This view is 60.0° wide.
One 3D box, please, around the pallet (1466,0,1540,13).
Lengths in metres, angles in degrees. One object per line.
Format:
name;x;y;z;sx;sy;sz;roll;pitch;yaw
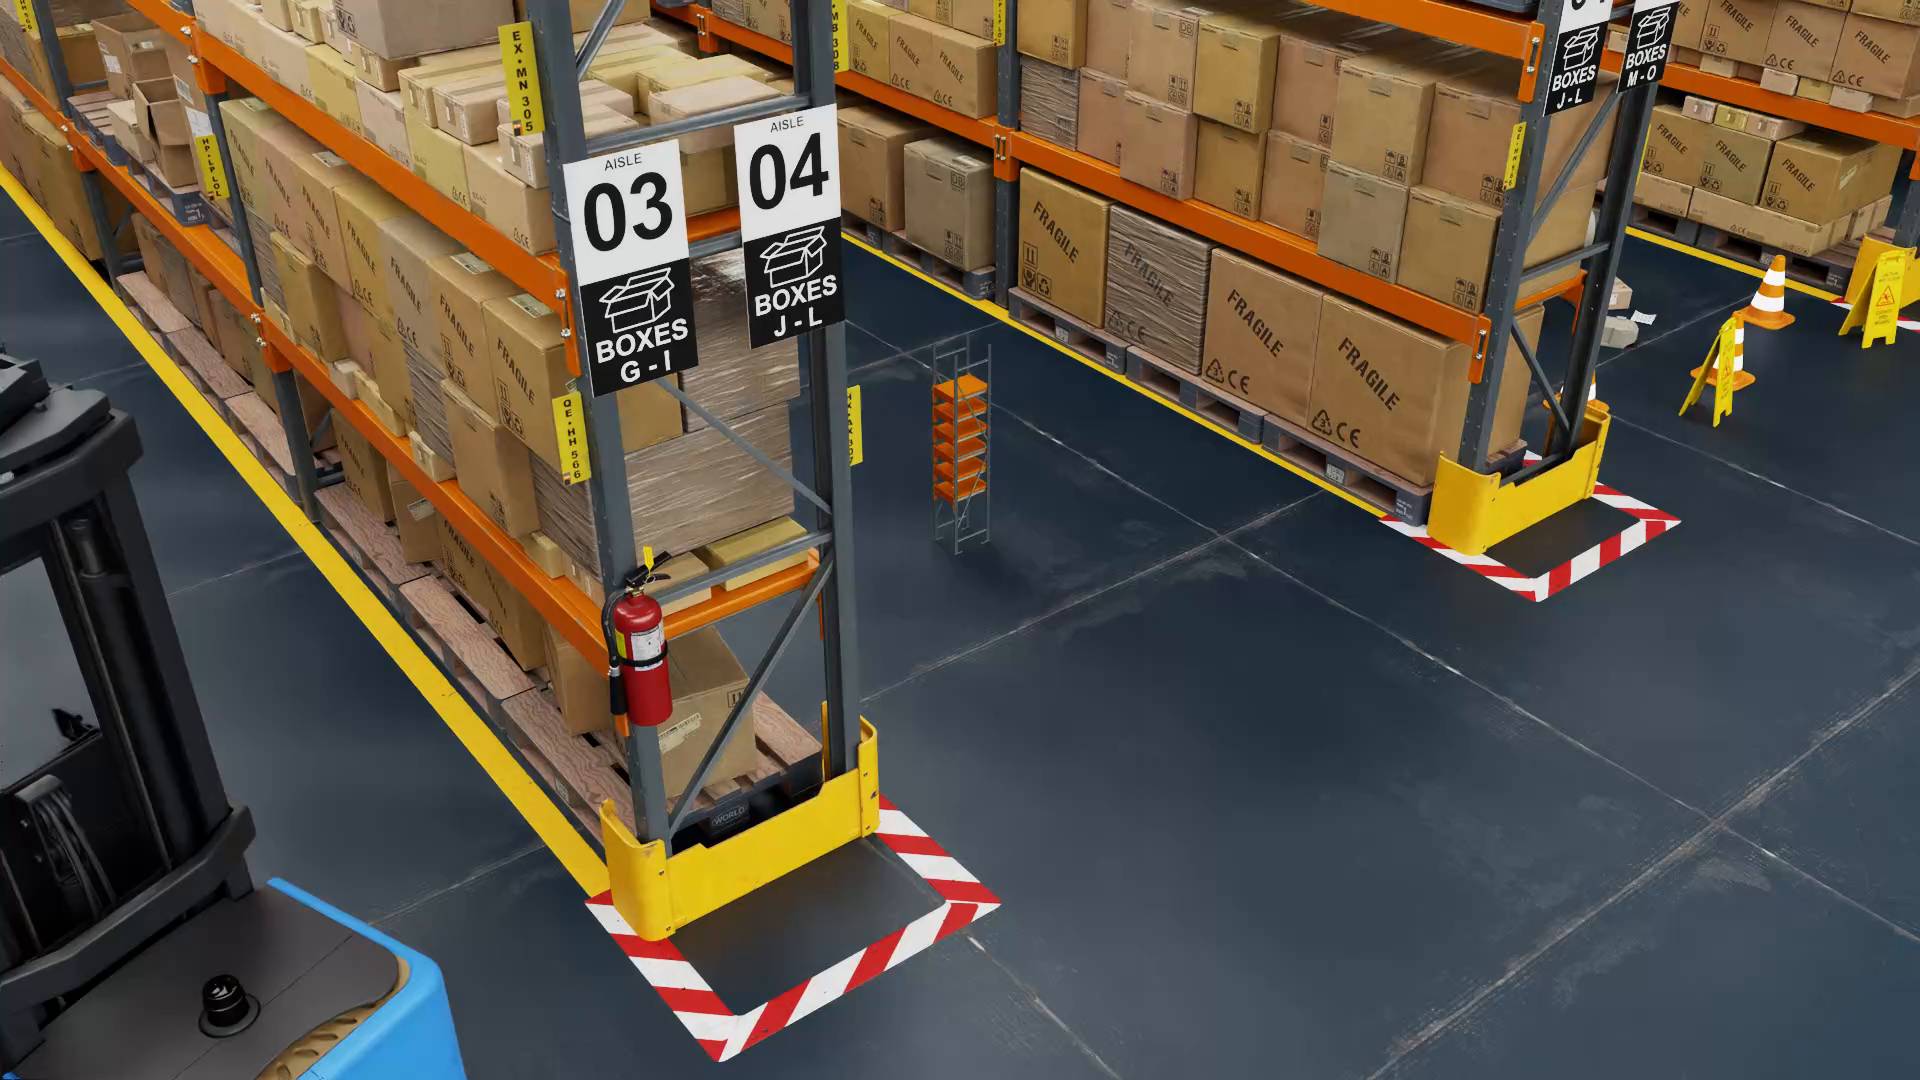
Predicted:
pallet;2.673;-2.986;8.455;1.003;0.211;1.213;-22;38;-31

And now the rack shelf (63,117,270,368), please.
rack shelf;-4.523;-2.076;10.431;1.077;0.370;4.000;-22;38;-31

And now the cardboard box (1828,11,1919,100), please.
cardboard box;6.434;-3.393;11.493;0.500;0.500;0.500;-23;39;-32

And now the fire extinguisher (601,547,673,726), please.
fire extinguisher;-1.138;0.349;5.919;0.296;0.674;0.183;-22;38;-31

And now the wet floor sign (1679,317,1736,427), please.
wet floor sign;4.718;-1.072;10.364;0.232;0.644;0.267;26;40;35

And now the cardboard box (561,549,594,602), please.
cardboard box;-1.334;0.069;6.533;0.380;0.149;0.250;-22;38;-31

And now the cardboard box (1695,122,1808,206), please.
cardboard box;5.964;-2.882;12.544;0.500;0.500;0.500;-21;37;-30

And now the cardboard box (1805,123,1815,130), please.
cardboard box;6.369;-3.068;12.844;0.500;0.500;0.500;-24;39;-33

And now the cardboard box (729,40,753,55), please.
cardboard box;-2.001;-4.578;15.039;0.500;0.250;0.500;-24;39;-33

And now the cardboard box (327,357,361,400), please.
cardboard box;-2.803;-0.832;7.985;0.380;0.149;0.250;-22;38;-31

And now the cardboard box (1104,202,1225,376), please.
cardboard box;1.569;-1.727;10.804;0.875;0.875;0.875;-22;38;-31

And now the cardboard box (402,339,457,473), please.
cardboard box;-1.833;-0.680;7.125;0.875;0.500;0.500;-22;38;-31

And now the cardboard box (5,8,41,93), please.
cardboard box;-6.549;-3.593;12.097;0.500;0.500;0.500;-23;38;-32

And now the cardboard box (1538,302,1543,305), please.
cardboard box;3.907;-1.940;11.896;0.637;0.503;0.797;6;32;10

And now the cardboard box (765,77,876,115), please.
cardboard box;-0.928;-3.354;13.542;1.050;0.750;0.750;-22;38;-31

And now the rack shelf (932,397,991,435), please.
rack shelf;0.009;-0.670;8.821;0.258;0.103;0.180;-22;38;-31

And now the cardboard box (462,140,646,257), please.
cardboard box;-1.340;-1.210;5.655;0.500;0.250;0.500;-21;38;-30

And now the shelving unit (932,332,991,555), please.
shelving unit;0.009;-0.504;8.924;0.258;1.200;0.189;-22;38;-31

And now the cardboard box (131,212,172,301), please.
cardboard box;-5.323;-2.067;11.688;0.700;0.500;0.500;-25;39;-34

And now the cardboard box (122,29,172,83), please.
cardboard box;-4.965;-3.023;10.782;0.700;0.500;0.500;-16;35;-25

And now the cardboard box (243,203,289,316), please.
cardboard box;-3.070;-1.509;8.460;0.875;0.500;0.500;-22;38;-31

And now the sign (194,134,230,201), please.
sign;-3.733;-1.859;8.302;0.100;0.325;0.005;-22;38;-31

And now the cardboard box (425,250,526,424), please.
cardboard box;-1.687;-0.830;6.419;0.500;0.500;0.500;-22;38;-31

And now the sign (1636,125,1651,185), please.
sign;3.578;-2.022;8.767;0.100;0.325;0.005;-22;38;-31

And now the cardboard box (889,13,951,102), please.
cardboard box;-0.158;-3.495;11.939;0.500;0.500;0.500;-23;38;-32

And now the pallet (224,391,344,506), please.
pallet;-3.775;-0.687;10.157;1.003;0.211;1.213;-22;38;-31

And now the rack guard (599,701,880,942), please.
rack guard;-0.890;1.149;6.926;1.175;0.500;0.348;-22;38;-31

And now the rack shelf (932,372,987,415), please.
rack shelf;0.009;-0.772;8.757;0.258;0.103;0.180;-22;38;-31

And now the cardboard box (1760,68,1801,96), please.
cardboard box;6.021;-3.348;12.036;0.380;0.149;0.250;-22;38;-31

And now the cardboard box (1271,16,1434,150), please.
cardboard box;2.293;-2.610;9.443;0.875;0.550;0.550;-22;38;-31

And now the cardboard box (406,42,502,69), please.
cardboard box;-1.808;-1.741;6.131;0.380;0.149;0.250;-22;38;-31

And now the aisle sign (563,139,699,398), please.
aisle sign;-1.043;-0.862;5.331;0.394;0.787;0.004;-22;38;-31

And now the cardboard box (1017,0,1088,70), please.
cardboard box;0.882;-3.468;10.825;0.875;0.550;0.550;-22;38;-31

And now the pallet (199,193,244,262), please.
pallet;-3.650;-1.832;9.539;1.003;0.211;1.213;-22;38;-31

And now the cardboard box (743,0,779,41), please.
cardboard box;-1.393;-4.335;13.291;0.500;0.500;0.500;-23;38;-32

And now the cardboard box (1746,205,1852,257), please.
cardboard box;6.261;-2.357;12.410;0.500;0.250;0.500;-22;38;-32

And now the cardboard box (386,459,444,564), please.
cardboard box;-2.726;-0.249;8.778;0.500;0.500;0.500;-11;33;-16

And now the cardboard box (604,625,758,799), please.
cardboard box;-1.213;0.737;7.192;0.500;0.500;0.500;-15;35;-23

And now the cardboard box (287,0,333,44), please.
cardboard box;-2.511;-2.161;6.808;0.380;0.149;0.250;-23;39;-32

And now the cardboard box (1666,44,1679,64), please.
cardboard box;5.425;-3.780;12.732;0.380;0.149;0.250;-22;38;-32

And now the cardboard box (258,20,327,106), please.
cardboard box;-2.598;-2.059;7.021;0.500;0.250;0.500;-24;39;-33

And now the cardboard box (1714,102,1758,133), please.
cardboard box;5.857;-3.178;12.407;0.380;0.149;0.250;-22;38;-31

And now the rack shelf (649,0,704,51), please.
rack shelf;-2.996;-5.306;15.631;1.077;0.370;4.000;-22;38;-31

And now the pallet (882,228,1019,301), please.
pallet;0.151;-2.223;12.629;1.003;0.211;1.213;-22;38;-31

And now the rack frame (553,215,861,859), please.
rack frame;-0.844;0.119;6.215;1.000;3.000;0.127;-22;38;-31

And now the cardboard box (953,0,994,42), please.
cardboard box;0.374;-3.783;11.455;0.700;0.500;0.500;-23;39;-32

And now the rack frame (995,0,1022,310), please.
rack frame;0.683;-3.111;11.415;1.000;3.000;0.127;-22;38;-31

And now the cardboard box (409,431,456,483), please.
cardboard box;-2.184;-0.417;7.317;0.380;0.149;0.250;-22;38;-31

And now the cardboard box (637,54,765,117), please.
cardboard box;-0.913;-1.590;5.888;0.380;0.149;0.250;-21;38;-30

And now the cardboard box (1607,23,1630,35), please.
cardboard box;5.205;-4.234;12.848;0.500;0.500;0.500;-23;38;-32

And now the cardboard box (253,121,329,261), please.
cardboard box;-2.914;-1.664;7.761;0.500;0.500;0.500;-22;38;-31

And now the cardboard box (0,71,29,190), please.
cardboard box;-7.245;-3.525;13.699;1.225;0.875;0.875;-24;39;-33

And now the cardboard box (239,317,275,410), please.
cardboard box;-3.934;-1.141;10.196;0.700;0.500;0.500;-23;38;-32

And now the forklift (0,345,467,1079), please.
forklift;-3.107;0.791;5.198;3.031;2.935;1.130;18;36;26

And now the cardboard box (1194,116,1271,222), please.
cardboard box;1.916;-2.351;10.050;0.875;0.550;0.500;-22;38;-31

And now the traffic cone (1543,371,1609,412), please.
traffic cone;3.932;-1.047;10.496;0.336;0.463;0.334;-22;38;-31

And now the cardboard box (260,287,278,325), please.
cardboard box;-3.402;-1.254;8.665;0.380;0.149;0.250;-22;38;-31

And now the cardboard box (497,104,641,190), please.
cardboard box;-1.261;-1.275;5.382;0.380;0.149;0.250;-22;38;-31

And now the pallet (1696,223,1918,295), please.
pallet;6.467;-2.284;12.728;1.003;0.211;1.213;-22;38;-31
